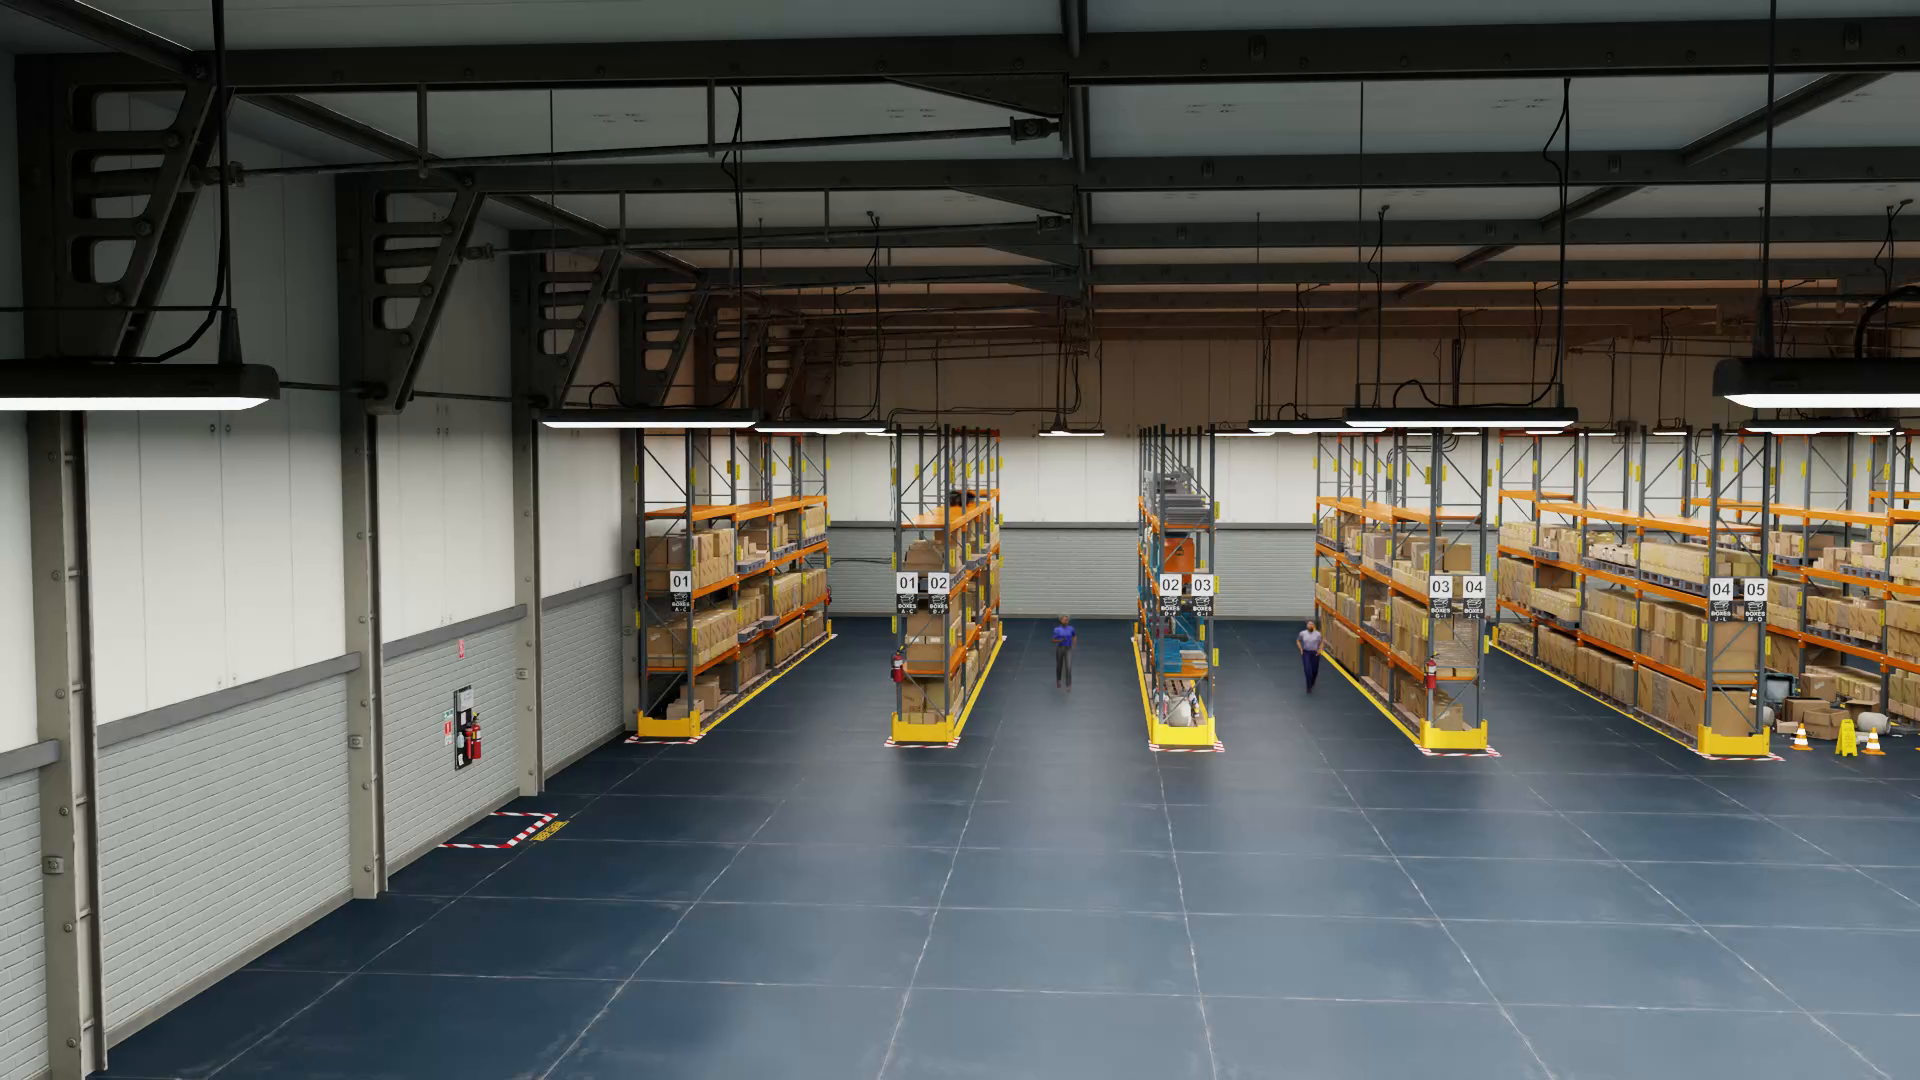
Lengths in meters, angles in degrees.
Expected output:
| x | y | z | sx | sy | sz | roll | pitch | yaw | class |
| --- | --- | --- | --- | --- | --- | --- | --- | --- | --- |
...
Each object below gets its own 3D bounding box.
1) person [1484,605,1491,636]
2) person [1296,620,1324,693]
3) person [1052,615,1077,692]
| x | y | z | sx | sy | sz | roll | pitch | yaw | class |
| --- | --- | --- | --- | --- | --- | --- | --- | --- | --- |
| 13.300 | 2.245 | 42.720 | 0.679 | 1.738 | 0.599 | 0 | 3 | 5 | person |
| 7.953 | 2.622 | 37.759 | 0.618 | 1.629 | 0.731 | 0 | 3 | 7 | person |
| 2.314 | 2.491 | 36.774 | 0.575 | 1.657 | 0.938 | 0 | 3 | -2 | person |
